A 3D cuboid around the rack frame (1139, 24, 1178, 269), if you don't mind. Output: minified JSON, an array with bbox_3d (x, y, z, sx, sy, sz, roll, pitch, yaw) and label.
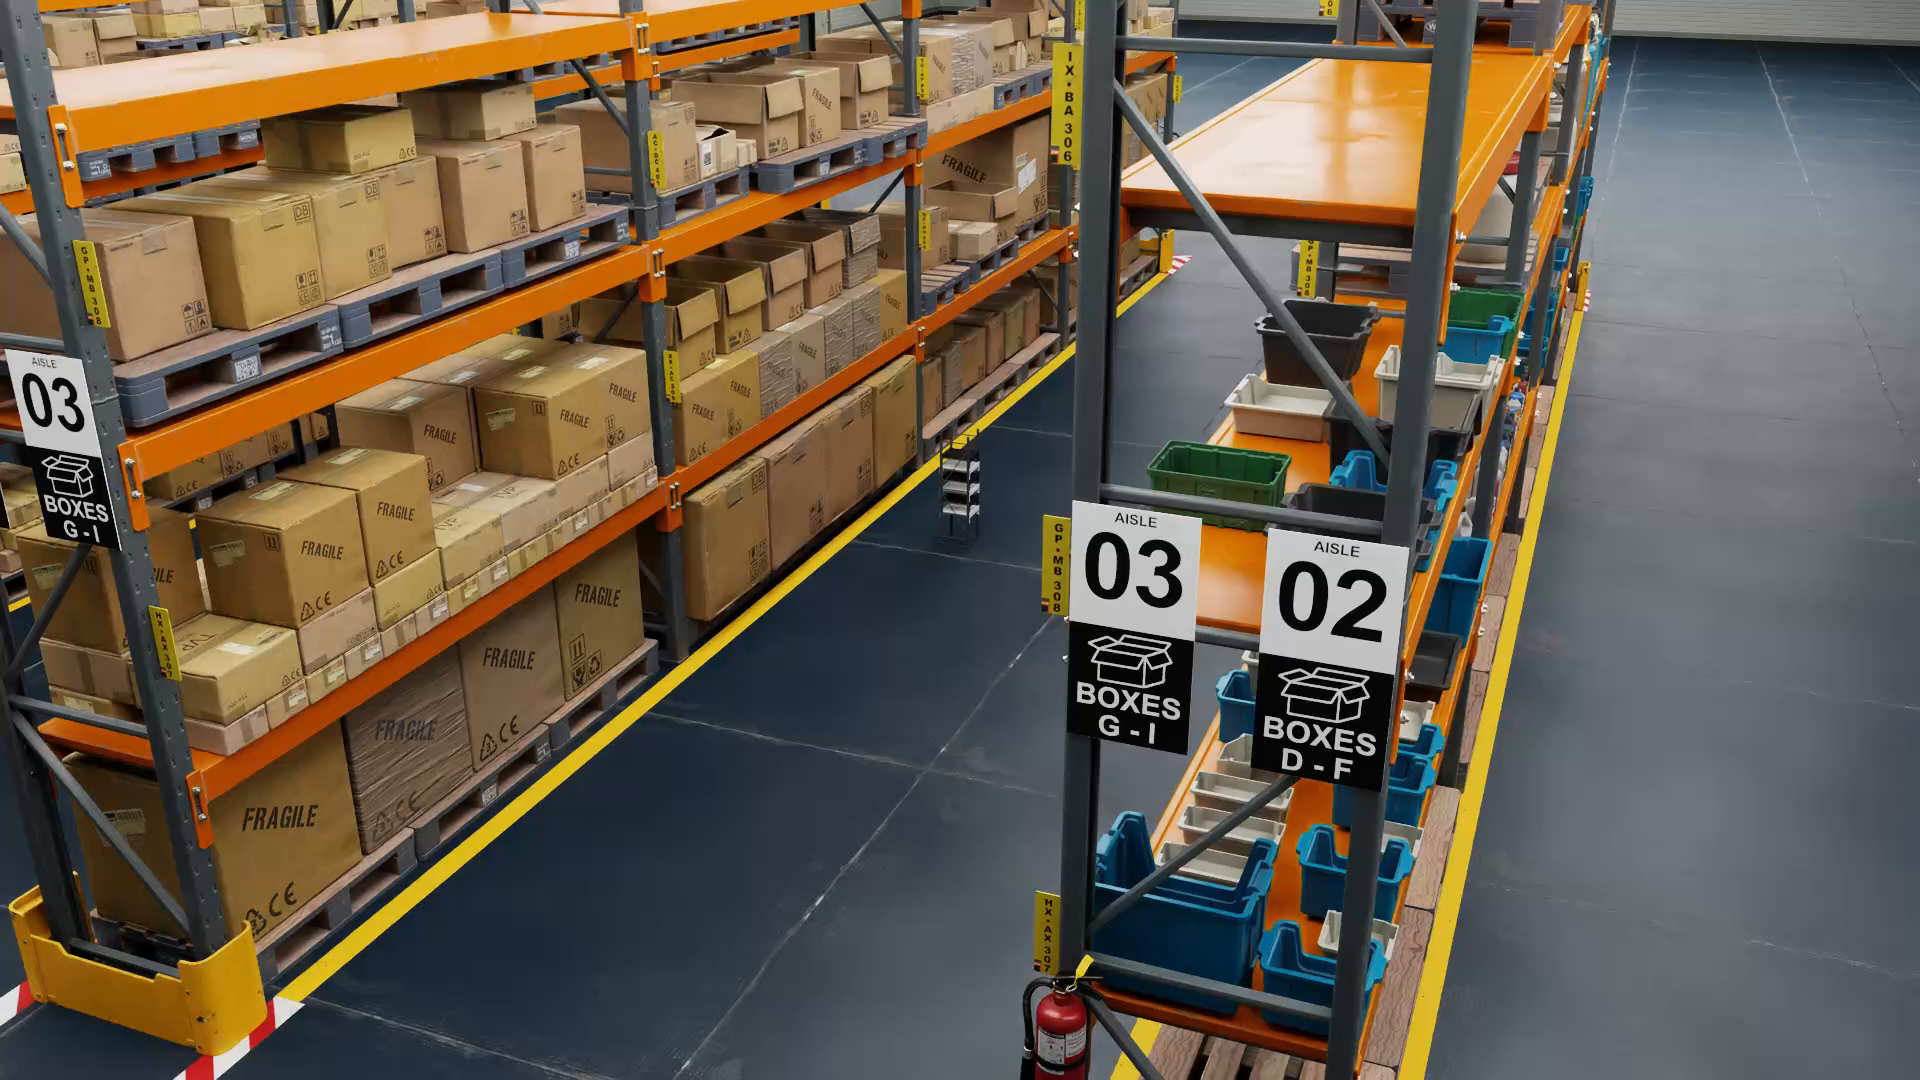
[{"bbox_3d":[2.163,-4.945,20.919,1.000,3.000,0.127,9,24,20],"label":"rack frame"}]

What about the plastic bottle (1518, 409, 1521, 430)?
[{"bbox_3d":[3.782,-0.850,11.373,0.097,0.201,0.097,0,23,0],"label":"plastic bottle"}]

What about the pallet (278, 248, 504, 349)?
[{"bbox_3d":[-3.062,-1.268,8.339,1.003,0.211,1.213,9,24,20],"label":"pallet"}]

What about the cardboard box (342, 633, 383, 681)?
[{"bbox_3d":[-3.057,0.540,8.115,0.380,0.149,0.250,8,24,19],"label":"cardboard box"}]

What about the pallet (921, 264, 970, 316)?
[{"bbox_3d":[-0.642,-2.264,14.750,1.213,0.211,1.003,9,24,20],"label":"pallet"}]

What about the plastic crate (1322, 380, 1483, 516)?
[{"bbox_3d":[1.641,-0.373,6.163,0.504,0.338,0.767,9,24,20],"label":"plastic crate"}]

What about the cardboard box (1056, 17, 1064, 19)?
[{"bbox_3d":[1.282,-5.822,18.804,0.380,0.149,0.250,8,24,19],"label":"cardboard box"}]

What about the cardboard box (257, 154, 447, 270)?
[{"bbox_3d":[-3.059,-1.674,8.392,0.700,0.500,0.500,10,25,22],"label":"cardboard box"}]

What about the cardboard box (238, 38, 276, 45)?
[{"bbox_3d":[-5.744,-3.967,13.563,0.396,0.266,0.258,9,24,20],"label":"cardboard box"}]

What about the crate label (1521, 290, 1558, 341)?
[{"bbox_3d":[4.410,-1.706,13.120,0.502,0.435,0.616,9,24,20],"label":"crate label"}]

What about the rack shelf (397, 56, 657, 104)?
[{"bbox_3d":[-4.633,-4.596,17.126,1.077,0.370,4.000,9,24,20],"label":"rack shelf"}]

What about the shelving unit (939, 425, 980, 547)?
[{"bbox_3d":[-0.003,-0.412,12.792,0.258,0.900,0.210,9,24,20],"label":"shelving unit"}]

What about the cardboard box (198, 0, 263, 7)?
[{"bbox_3d":[-8.620,-6.446,19.622,0.500,0.250,0.500,9,24,21],"label":"cardboard box"}]

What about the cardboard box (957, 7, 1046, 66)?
[{"bbox_3d":[0.411,-4.985,16.445,0.797,0.503,0.637,8,24,17],"label":"cardboard box"}]

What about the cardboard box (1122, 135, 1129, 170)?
[{"bbox_3d":[1.437,-4.389,19.073,0.875,0.500,0.500,9,24,20],"label":"cardboard box"}]

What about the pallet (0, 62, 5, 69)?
[{"bbox_3d":[-10.199,-4.560,16.351,1.213,0.211,1.003,10,25,22],"label":"pallet"}]

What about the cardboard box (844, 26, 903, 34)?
[{"bbox_3d":[-0.683,-4.135,14.309,0.500,0.500,0.500,9,24,20],"label":"cardboard box"}]

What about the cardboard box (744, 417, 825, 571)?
[{"bbox_3d":[-1.744,-0.416,12.288,1.225,0.875,0.875,8,24,18],"label":"cardboard box"}]

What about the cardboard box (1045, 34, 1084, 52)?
[{"bbox_3d":[1.084,-5.085,17.039,0.380,0.149,0.250,8,24,19],"label":"cardboard box"}]

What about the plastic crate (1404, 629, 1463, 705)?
[{"bbox_3d":[2.138,0.597,7.931,0.437,0.125,0.590,9,24,20],"label":"plastic crate"}]

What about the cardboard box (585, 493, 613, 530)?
[{"bbox_3d":[-2.294,-0.195,9.873,0.380,0.149,0.250,8,24,19],"label":"cardboard box"}]

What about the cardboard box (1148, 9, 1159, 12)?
[{"bbox_3d":[2.144,-6.223,19.766,0.380,0.149,0.250,8,24,18],"label":"cardboard box"}]

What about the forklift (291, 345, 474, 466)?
[{"bbox_3d":[-4.324,-1.254,12.172,3.031,2.935,1.130,15,27,32],"label":"forklift"}]

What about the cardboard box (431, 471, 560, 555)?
[{"bbox_3d":[-2.594,-0.155,9.260,0.500,0.250,0.500,9,24,21],"label":"cardboard box"}]

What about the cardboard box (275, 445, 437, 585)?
[{"bbox_3d":[-2.978,-0.132,8.232,0.500,0.500,0.500,8,24,19],"label":"cardboard box"}]

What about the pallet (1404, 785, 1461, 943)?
[{"bbox_3d":[2.067,1.614,8.835,1.003,0.211,1.213,9,24,20],"label":"pallet"}]

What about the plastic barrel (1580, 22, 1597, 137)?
[{"bbox_3d":[4.803,-3.739,13.489,0.600,0.901,0.708,9,24,20],"label":"plastic barrel"}]

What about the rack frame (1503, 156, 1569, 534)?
[{"bbox_3d":[3.790,-1.373,12.368,1.000,3.000,0.127,9,24,20],"label":"rack frame"}]

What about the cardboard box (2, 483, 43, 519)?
[{"bbox_3d":[-6.810,-0.288,12.153,0.380,0.149,0.250,9,24,21],"label":"cardboard box"}]

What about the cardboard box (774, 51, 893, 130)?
[{"bbox_3d":[-0.968,-3.479,12.839,0.797,0.503,0.637,10,25,23],"label":"cardboard box"}]

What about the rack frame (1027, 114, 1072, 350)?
[{"bbox_3d":[0.678,-3.514,17.492,1.000,3.000,0.127,9,24,20],"label":"rack frame"}]

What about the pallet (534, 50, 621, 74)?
[{"bbox_3d":[-4.185,-5.220,17.935,0.805,0.209,1.217,8,24,18],"label":"pallet"}]

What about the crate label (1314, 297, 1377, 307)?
[{"bbox_3d":[1.854,-1.070,8.093,0.293,0.136,0.466,9,24,20],"label":"crate label"}]

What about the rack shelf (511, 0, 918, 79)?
[{"bbox_3d":[-1.551,-3.618,11.412,1.077,0.370,4.000,9,24,20],"label":"rack shelf"}]

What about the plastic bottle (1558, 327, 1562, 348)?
[{"bbox_3d":[6.131,-2.104,17.072,0.061,0.283,0.133,10,25,22],"label":"plastic bottle"}]

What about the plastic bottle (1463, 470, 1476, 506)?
[{"bbox_3d":[3.033,-0.349,10.076,0.152,0.276,0.135,9,24,20],"label":"plastic bottle"}]

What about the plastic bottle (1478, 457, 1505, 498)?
[{"bbox_3d":[3.260,-0.410,10.223,0.152,0.276,0.135,9,24,20],"label":"plastic bottle"}]

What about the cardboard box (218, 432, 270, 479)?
[{"bbox_3d":[-6.146,-0.853,13.822,0.500,0.500,0.500,10,25,22],"label":"cardboard box"}]

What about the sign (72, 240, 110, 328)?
[{"bbox_3d":[-3.267,-0.962,6.255,0.100,0.325,0.005,9,24,20],"label":"sign"}]

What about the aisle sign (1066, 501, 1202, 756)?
[{"bbox_3d":[0.520,0.274,5.052,0.394,0.787,0.004,9,24,20],"label":"aisle sign"}]

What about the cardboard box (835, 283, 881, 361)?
[{"bbox_3d":[-0.952,-1.739,13.113,0.500,0.500,0.500,9,24,20],"label":"cardboard box"}]

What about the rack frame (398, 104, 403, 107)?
[{"bbox_3d":[-5.376,-2.828,15.852,1.000,3.000,0.127,9,24,20],"label":"rack frame"}]

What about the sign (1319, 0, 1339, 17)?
[{"bbox_3d":[1.794,-2.693,8.015,0.100,0.325,0.005,9,24,20],"label":"sign"}]

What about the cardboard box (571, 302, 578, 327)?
[{"bbox_3d":[-4.399,-2.836,18.244,1.050,0.750,0.750,9,24,20],"label":"cardboard box"}]

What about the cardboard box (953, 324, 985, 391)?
[{"bbox_3d":[-0.180,-1.779,16.011,0.700,0.500,0.500,11,25,24],"label":"cardboard box"}]

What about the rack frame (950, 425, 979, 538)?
[{"bbox_3d":[0.035,-0.449,12.879,0.240,0.900,0.006,9,24,20],"label":"rack frame"}]

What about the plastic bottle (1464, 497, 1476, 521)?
[{"bbox_3d":[2.966,-0.126,9.544,0.152,0.276,0.135,9,24,20],"label":"plastic bottle"}]

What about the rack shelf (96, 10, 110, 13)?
[{"bbox_3d":[-12.391,-7.410,23.861,1.077,0.370,4.000,9,24,20],"label":"rack shelf"}]

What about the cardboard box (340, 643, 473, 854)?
[{"bbox_3d":[-3.278,1.001,8.896,0.875,0.875,0.875,9,24,20],"label":"cardboard box"}]

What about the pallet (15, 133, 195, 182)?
[{"bbox_3d":[-6.533,-2.900,12.376,1.213,0.211,1.003,9,24,20],"label":"pallet"}]

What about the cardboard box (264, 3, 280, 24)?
[{"bbox_3d":[-8.609,-6.582,20.754,0.500,0.250,0.500,9,24,20],"label":"cardboard box"}]

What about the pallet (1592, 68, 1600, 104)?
[{"bbox_3d":[5.453,-4.374,15.905,1.213,0.211,1.003,9,24,20],"label":"pallet"}]

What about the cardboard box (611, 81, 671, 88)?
[{"bbox_3d":[-3.625,-5.168,19.857,0.875,0.550,0.550,9,24,20],"label":"cardboard box"}]

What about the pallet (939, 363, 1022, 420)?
[{"bbox_3d":[-0.062,-1.510,16.313,1.003,0.211,1.213,9,24,20],"label":"pallet"}]

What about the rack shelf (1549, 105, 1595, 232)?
[{"bbox_3d":[4.533,-3.141,13.642,1.077,0.370,4.000,9,24,20],"label":"rack shelf"}]

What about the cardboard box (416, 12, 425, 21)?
[{"bbox_3d":[-7.412,-7.010,22.297,0.380,0.149,0.250,8,24,19],"label":"cardboard box"}]

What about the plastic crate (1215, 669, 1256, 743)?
[{"bbox_3d":[1.343,0.768,7.382,0.416,0.233,0.300,9,24,20],"label":"plastic crate"}]

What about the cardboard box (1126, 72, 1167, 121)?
[{"bbox_3d":[2.188,-5.358,20.094,0.500,0.500,0.500,9,24,20],"label":"cardboard box"}]

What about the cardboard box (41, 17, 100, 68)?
[{"bbox_3d":[-9.648,-5.269,17.673,0.700,0.500,0.500,9,24,20],"label":"cardboard box"}]
